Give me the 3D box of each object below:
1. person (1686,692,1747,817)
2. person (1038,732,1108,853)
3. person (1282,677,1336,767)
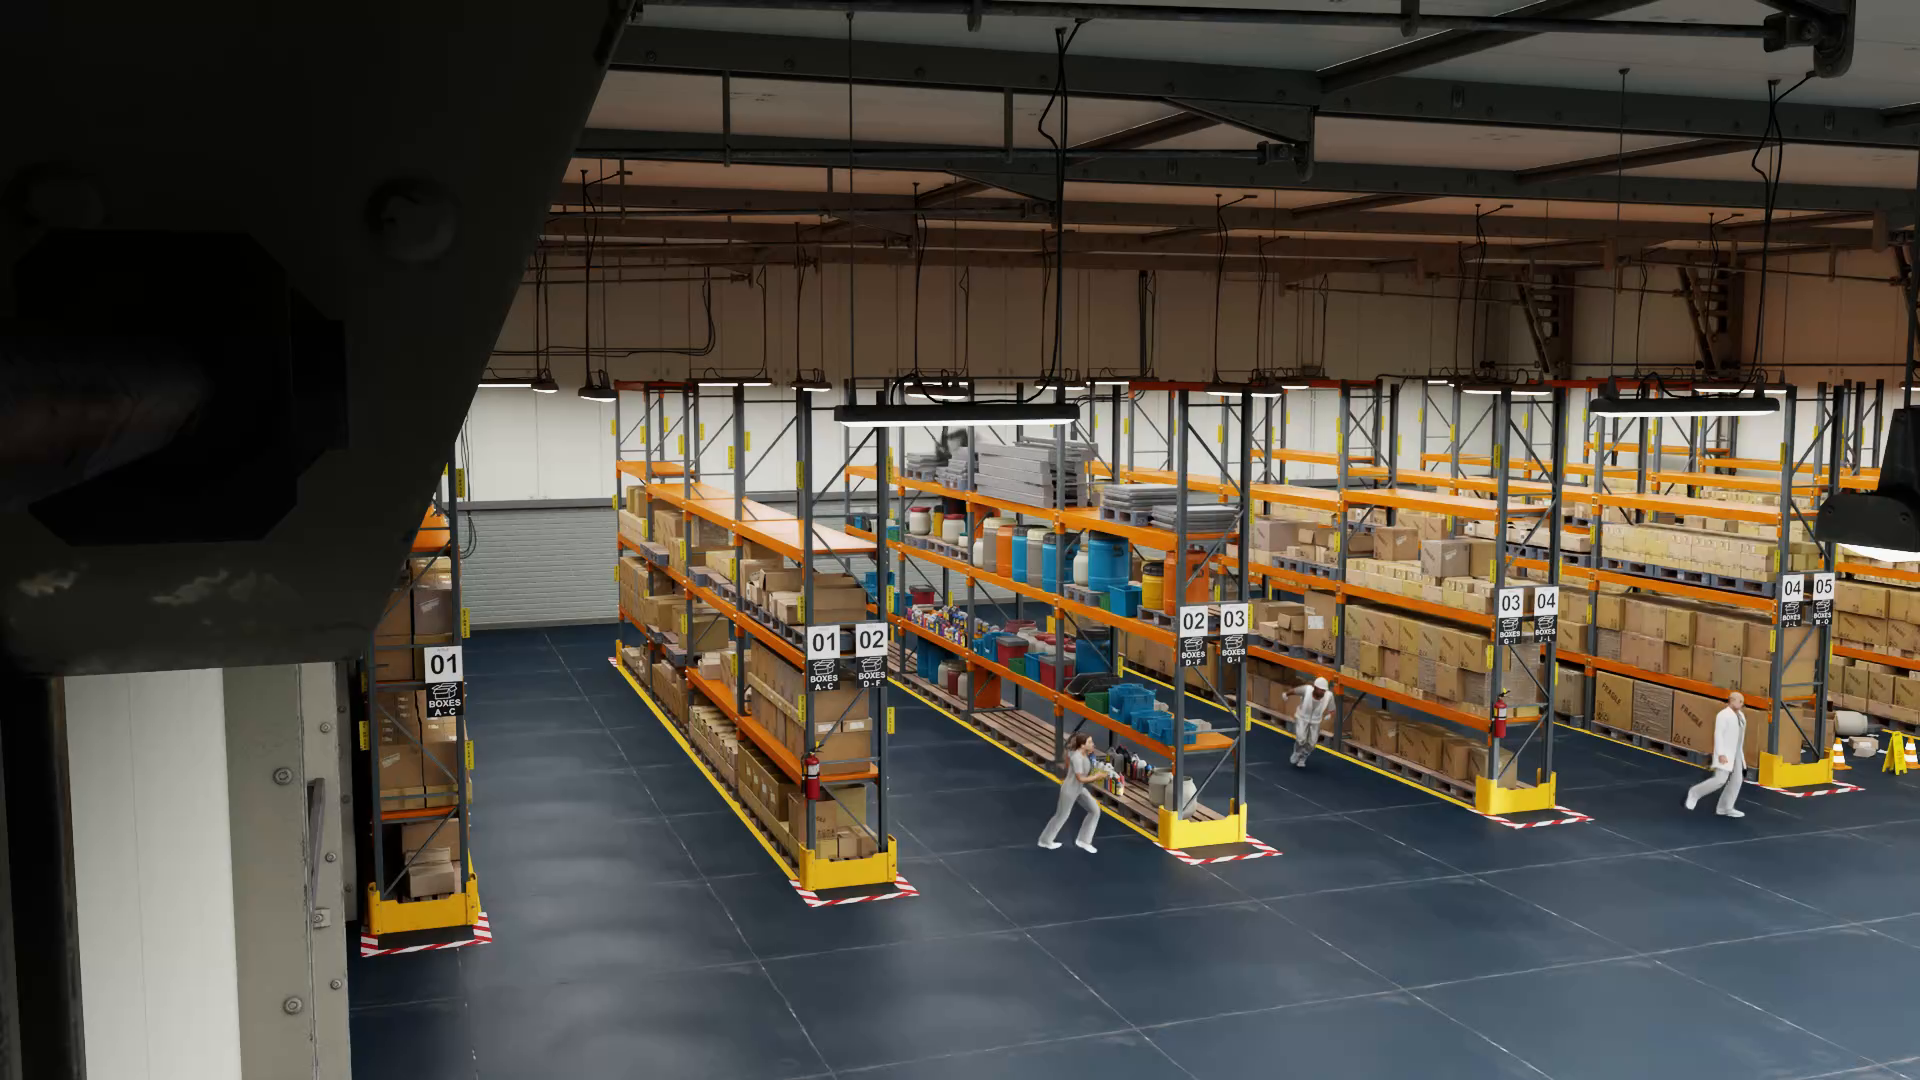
[{"bbox_3d":[10.626,2.988,23.302,0.757,1.751,0.663,-4,7,-33],"label":"person"},{"bbox_3d":[1.454,3.254,21.429,0.929,1.615,0.496,3,7,23],"label":"person"},{"bbox_3d":[5.439,2.830,25.801,0.719,1.525,1.022,0,6,-1],"label":"person"}]
